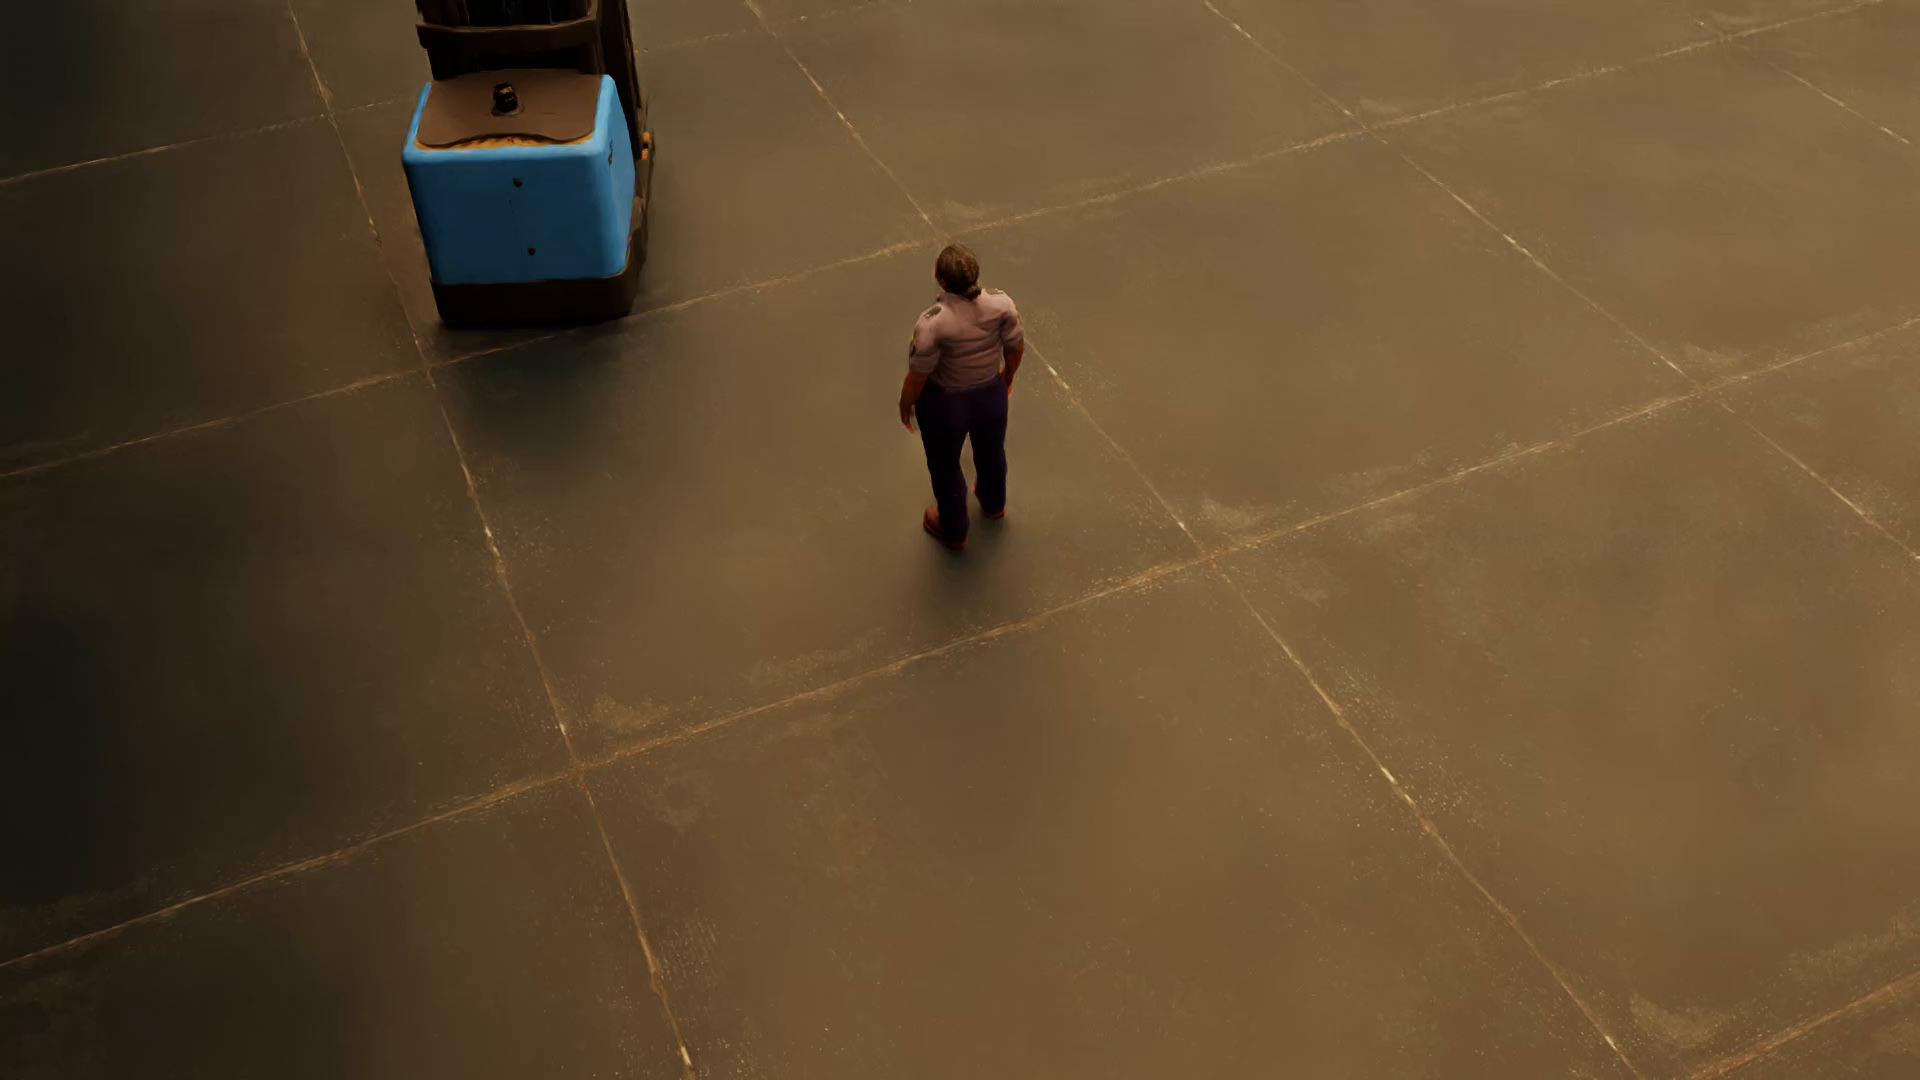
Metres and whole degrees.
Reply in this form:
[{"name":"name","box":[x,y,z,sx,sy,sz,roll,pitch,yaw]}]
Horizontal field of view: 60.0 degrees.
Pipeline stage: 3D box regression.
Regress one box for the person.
[{"name":"person","box":[-0.017,-0.666,7.331,0.599,1.640,0.502,-18,46,-18]}]

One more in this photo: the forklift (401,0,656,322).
[{"name":"forklift","box":[-2.432,-3.249,9.161,1.130,2.935,3.031,-3,43,-4]}]
